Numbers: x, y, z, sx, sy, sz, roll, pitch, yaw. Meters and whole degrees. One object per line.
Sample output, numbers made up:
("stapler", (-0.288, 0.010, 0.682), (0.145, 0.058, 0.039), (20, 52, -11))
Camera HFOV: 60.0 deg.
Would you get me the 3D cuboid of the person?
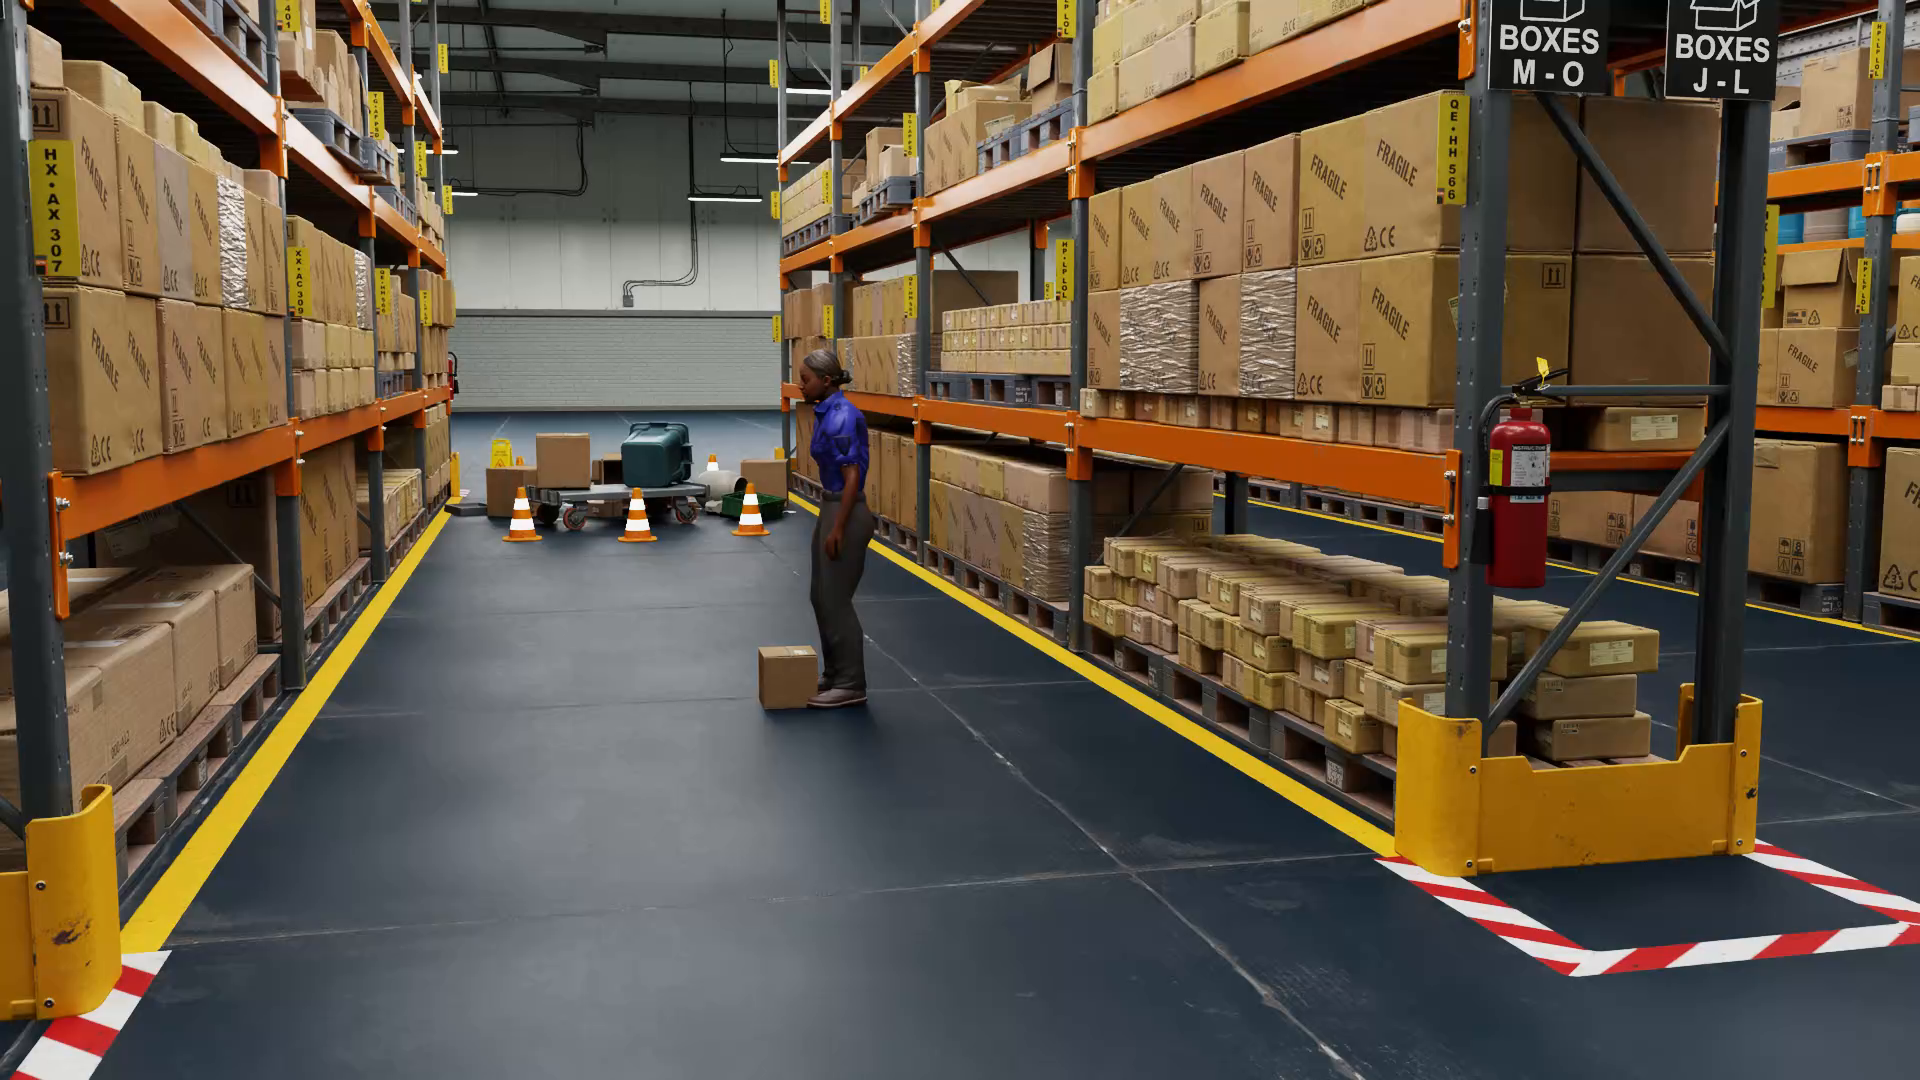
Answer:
("person", (-0.584, -0.063, 7.781), (0.347, 1.655, 0.505), (-1, 6, -13))
